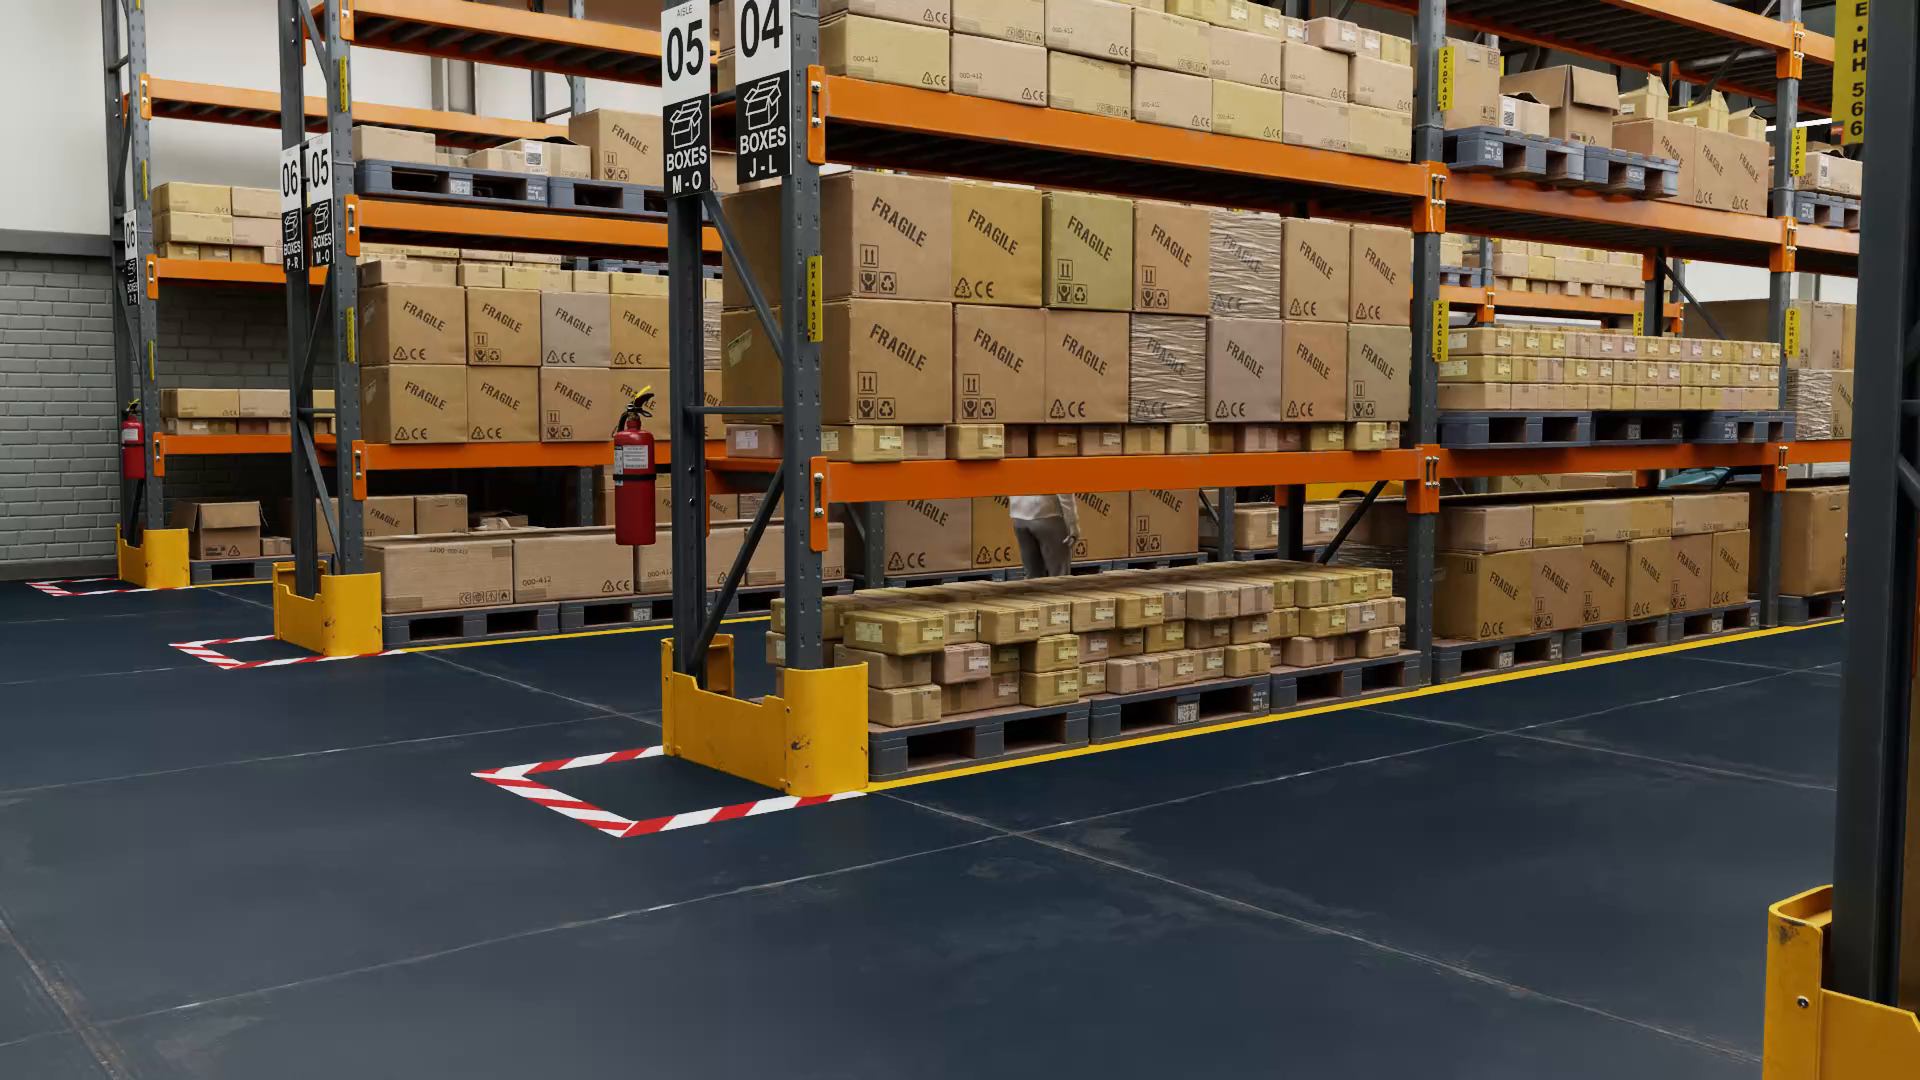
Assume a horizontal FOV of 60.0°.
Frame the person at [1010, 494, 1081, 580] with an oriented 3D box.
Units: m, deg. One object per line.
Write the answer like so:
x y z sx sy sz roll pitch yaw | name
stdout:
0.510 -0.104 10.074 0.371 1.664 0.529 -3 6 -38 | person
